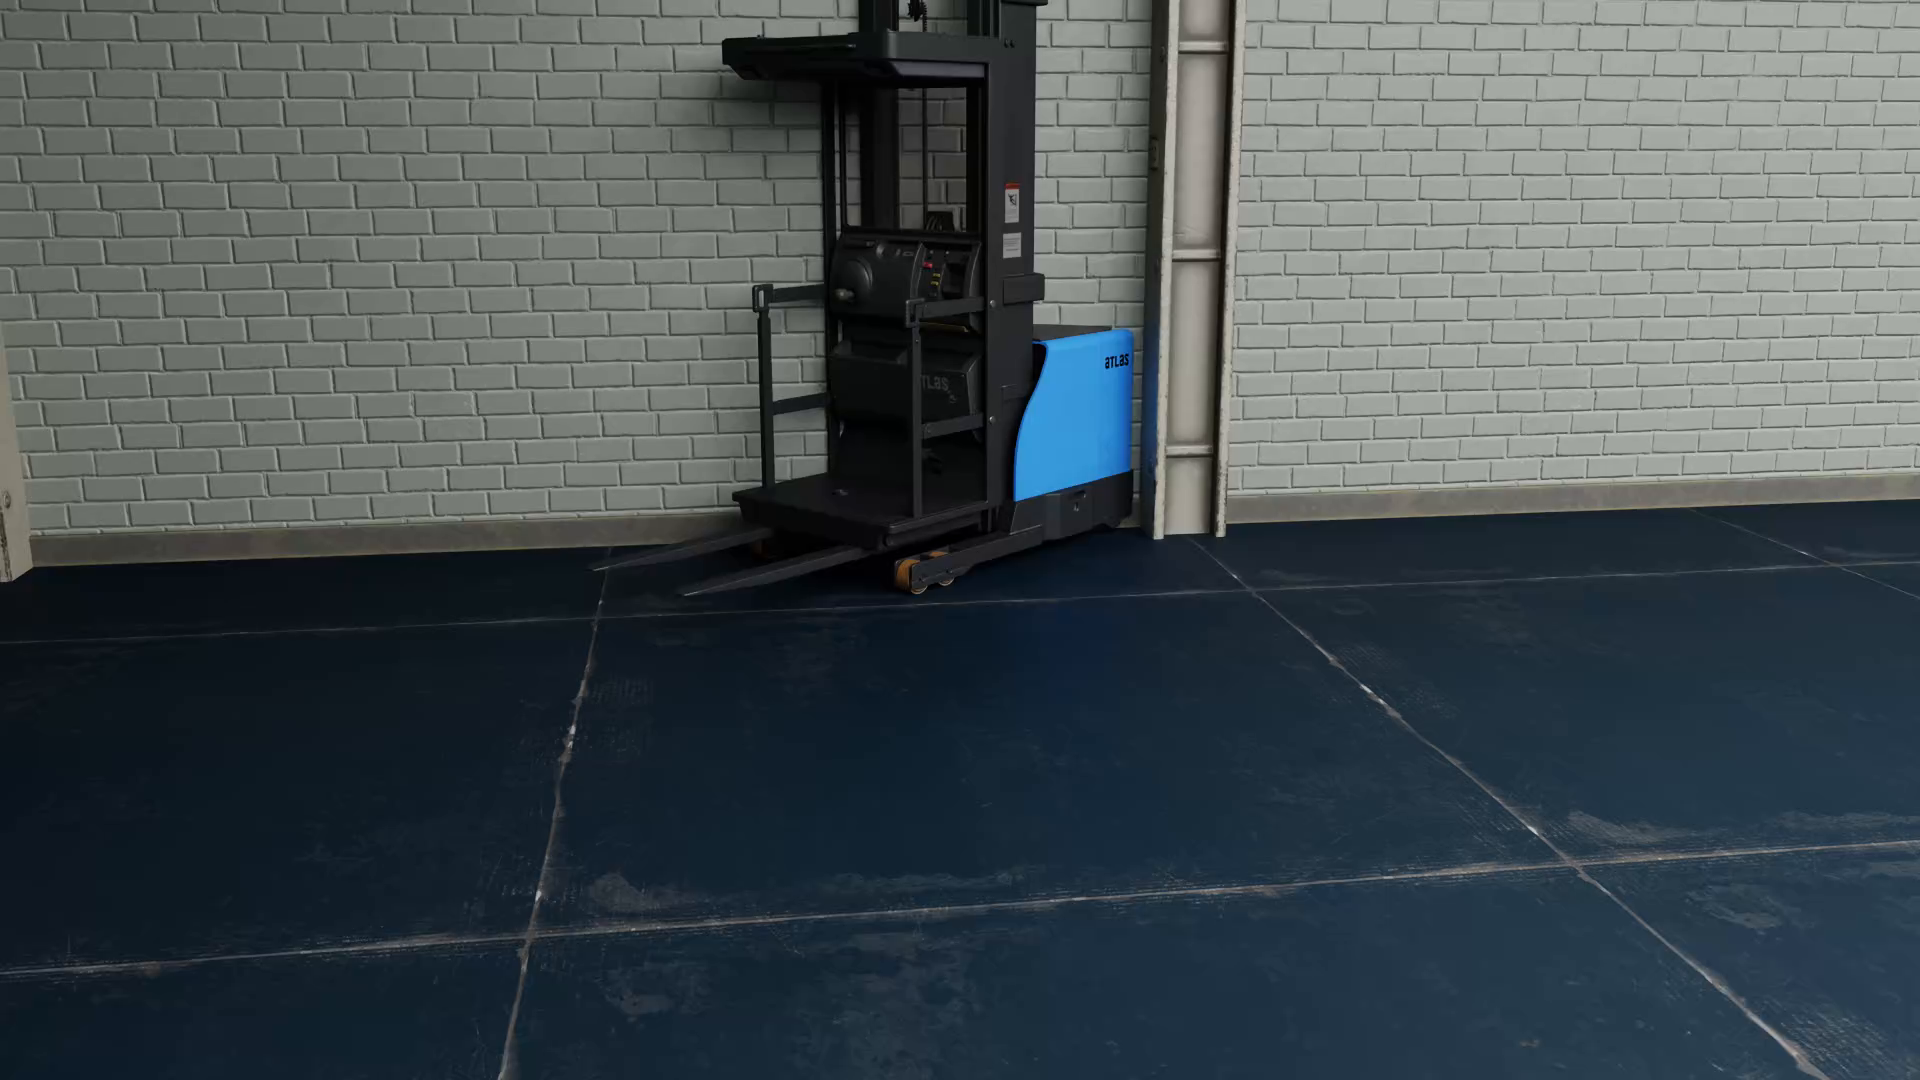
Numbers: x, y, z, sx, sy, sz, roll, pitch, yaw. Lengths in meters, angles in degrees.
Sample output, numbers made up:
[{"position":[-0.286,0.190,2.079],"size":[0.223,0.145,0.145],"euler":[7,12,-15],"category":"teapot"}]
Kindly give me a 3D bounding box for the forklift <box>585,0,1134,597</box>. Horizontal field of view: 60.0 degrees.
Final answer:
[{"position":[-0.408,-1.307,7.907],"size":[1.130,2.935,3.031],"euler":[12,18,39],"category":"forklift"}]

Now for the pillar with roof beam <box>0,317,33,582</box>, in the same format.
[{"position":[-4.104,-3.161,2.825],"size":[0.400,9.000,9.100],"euler":[-2,14,-8],"category":"pillar with roof beam"}]

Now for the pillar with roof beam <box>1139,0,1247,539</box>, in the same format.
[{"position":[1.829,-3.378,3.692],"size":[0.400,9.000,9.100],"euler":[-2,14,-8],"category":"pillar with roof beam"}]
